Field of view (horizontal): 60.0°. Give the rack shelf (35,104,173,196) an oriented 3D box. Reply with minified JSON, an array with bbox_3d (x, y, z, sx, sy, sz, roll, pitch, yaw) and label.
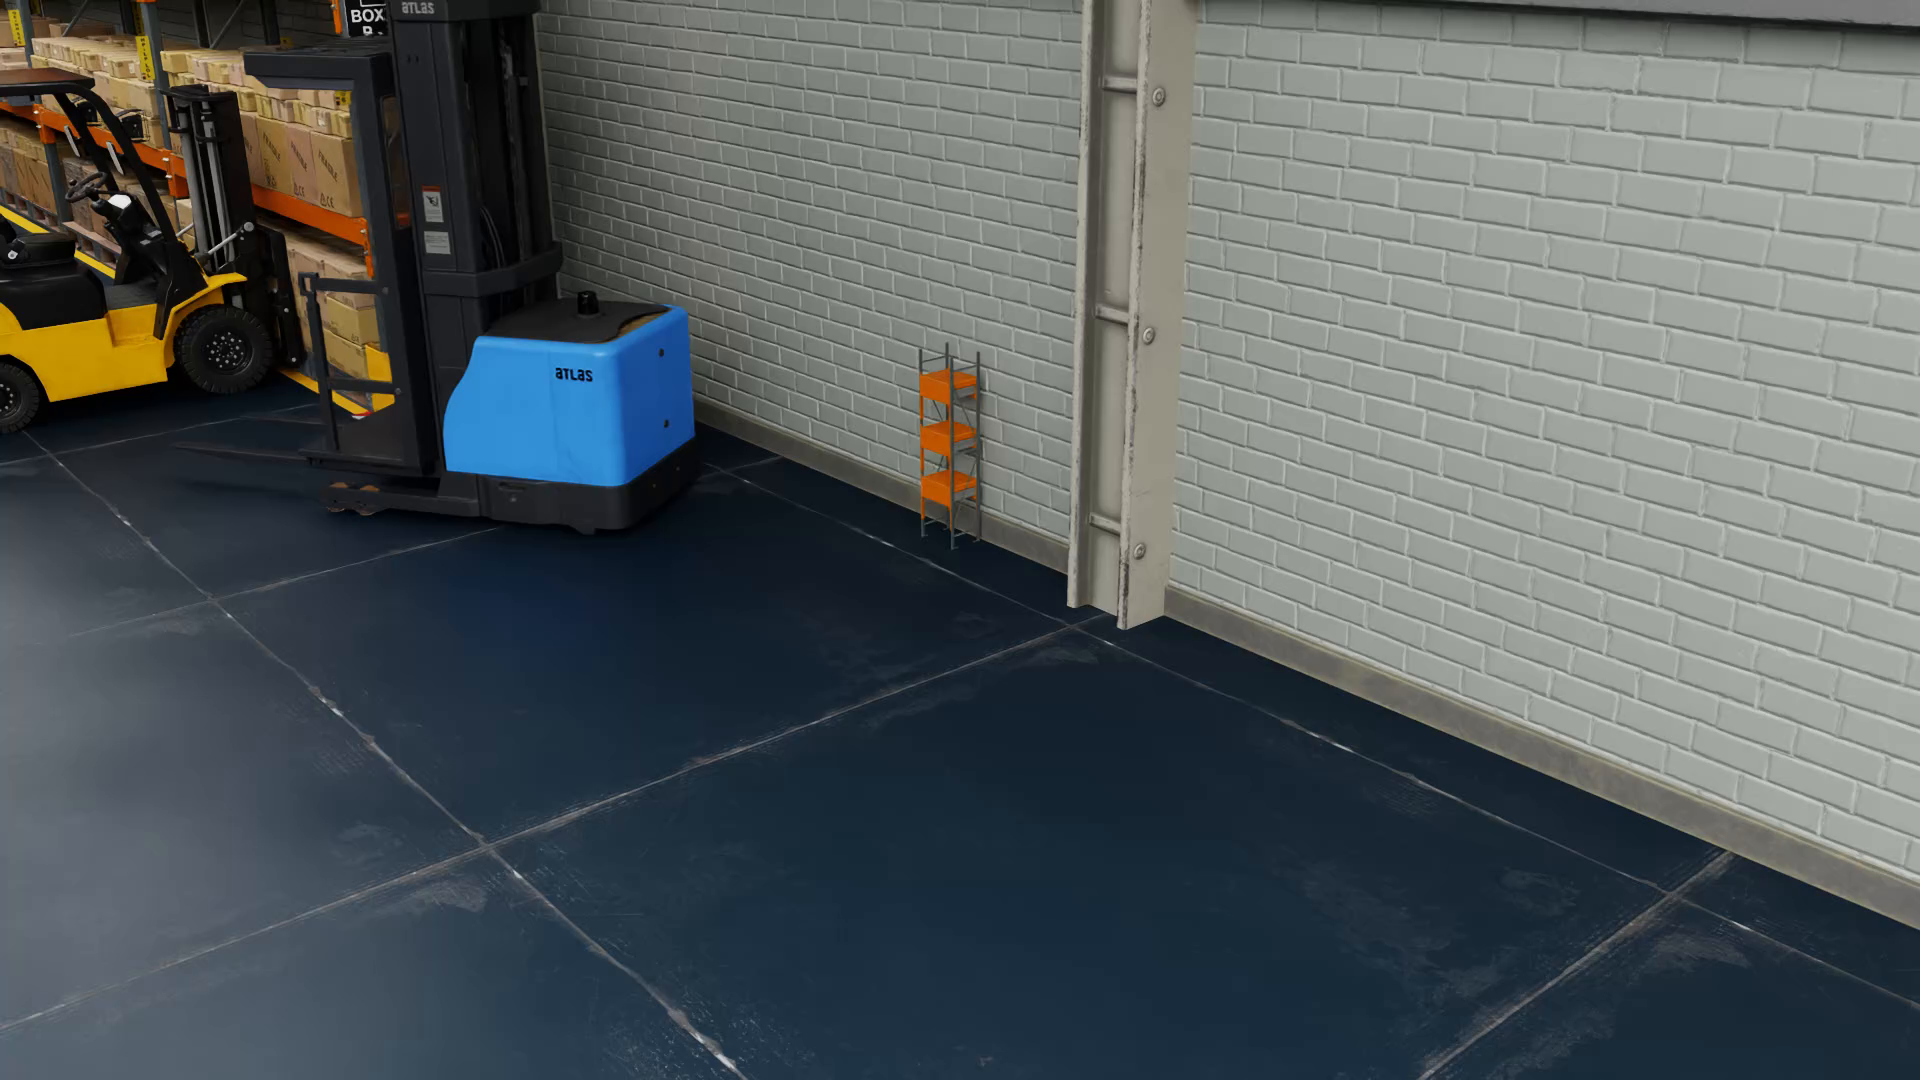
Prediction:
[{"bbox_3d":[-7.294,-3.634,15.135,1.077,0.370,4.000,-17,27,-37],"label":"rack shelf"}]

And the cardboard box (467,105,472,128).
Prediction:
[{"bbox_3d":[-3.402,-2.815,11.032,0.380,0.149,0.250,-18,28,-39],"label":"cardboard box"}]

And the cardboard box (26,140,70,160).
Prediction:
[{"bbox_3d":[-9.315,-3.999,17.043,0.380,0.149,0.250,-19,28,-40],"label":"cardboard box"}]

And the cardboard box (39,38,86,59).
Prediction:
[{"bbox_3d":[-8.439,-4.638,15.686,0.380,0.149,0.250,-17,27,-36],"label":"cardboard box"}]

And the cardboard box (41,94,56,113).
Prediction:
[{"bbox_3d":[-8.495,-4.271,15.980,0.500,0.250,0.500,-17,27,-37],"label":"cardboard box"}]

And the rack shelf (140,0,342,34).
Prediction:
[{"bbox_3d":[-4.683,-3.925,11.766,1.077,0.370,4.000,-17,27,-37],"label":"rack shelf"}]

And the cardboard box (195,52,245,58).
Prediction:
[{"bbox_3d":[-5.593,-3.625,12.693,0.380,0.149,0.250,-18,28,-38],"label":"cardboard box"}]

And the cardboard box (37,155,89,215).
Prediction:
[{"bbox_3d":[-9.038,-3.618,16.961,0.500,0.500,0.500,-16,27,-36],"label":"cardboard box"}]

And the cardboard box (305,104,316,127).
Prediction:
[{"bbox_3d":[-4.128,-2.838,11.091,0.380,0.149,0.250,-17,27,-36],"label":"cardboard box"}]

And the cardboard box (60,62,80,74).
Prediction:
[{"bbox_3d":[-7.841,-4.216,15.155,0.500,0.250,0.500,-18,28,-39],"label":"cardboard box"}]

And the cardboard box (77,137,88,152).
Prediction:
[{"bbox_3d":[-9.080,-4.203,17.563,0.380,0.149,0.250,-17,27,-37],"label":"cardboard box"}]

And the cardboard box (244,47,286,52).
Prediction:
[{"bbox_3d":[-5.419,-3.808,13.158,0.380,0.149,0.250,-18,28,-39],"label":"cardboard box"}]

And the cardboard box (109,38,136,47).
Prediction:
[{"bbox_3d":[-7.855,-4.696,15.835,0.380,0.149,0.250,-17,27,-37],"label":"cardboard box"}]

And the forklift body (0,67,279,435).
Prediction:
[{"bbox_3d":[-5.997,-2.005,11.155,2.313,2.155,1.214,-17,27,-37],"label":"forklift body"}]

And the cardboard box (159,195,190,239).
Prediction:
[{"bbox_3d":[-6.338,-2.647,14.310,0.875,0.625,0.625,-16,26,-35],"label":"cardboard box"}]

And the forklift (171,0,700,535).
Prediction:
[{"bbox_3d":[-3.104,-1.678,9.250,3.031,2.935,1.130,6,22,15],"label":"forklift"}]

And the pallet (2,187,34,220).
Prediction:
[{"bbox_3d":[-9.850,-3.775,18.333,1.003,0.211,1.213,-17,27,-37],"label":"pallet"}]

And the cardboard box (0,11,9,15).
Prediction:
[{"bbox_3d":[-10.726,-5.538,18.299,0.700,0.500,0.500,-17,27,-37],"label":"cardboard box"}]

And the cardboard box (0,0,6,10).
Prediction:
[{"bbox_3d":[-11.981,-6.519,20.284,0.500,0.500,0.500,-18,28,-39],"label":"cardboard box"}]

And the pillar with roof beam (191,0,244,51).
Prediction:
[{"bbox_3d":[-10.327,-6.144,12.332,9.100,9.000,0.400,-17,27,-37],"label":"pillar with roof beam"}]

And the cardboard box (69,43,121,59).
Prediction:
[{"bbox_3d":[-7.885,-4.442,15.185,0.380,0.149,0.250,-17,27,-37],"label":"cardboard box"}]

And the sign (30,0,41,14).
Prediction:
[{"bbox_3d":[-10.792,-6.299,19.365,0.100,0.325,0.005,-17,27,-37],"label":"sign"}]

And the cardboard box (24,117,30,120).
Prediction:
[{"bbox_3d":[-10.576,-4.855,19.230,0.380,0.149,0.250,-17,27,-37],"label":"cardboard box"}]

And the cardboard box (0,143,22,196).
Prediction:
[{"bbox_3d":[-10.054,-4.042,18.043,0.500,0.500,0.500,-19,28,-39],"label":"cardboard box"}]

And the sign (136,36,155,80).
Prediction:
[{"bbox_3d":[-6.393,-3.786,13.059,0.100,0.325,0.005,-17,27,-37],"label":"sign"}]

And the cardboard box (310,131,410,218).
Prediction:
[{"bbox_3d":[-3.898,-2.431,10.940,0.500,0.500,0.500,-18,28,-39],"label":"cardboard box"}]

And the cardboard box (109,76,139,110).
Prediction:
[{"bbox_3d":[-6.844,-3.794,14.078,0.500,0.250,0.500,-18,28,-39],"label":"cardboard box"}]

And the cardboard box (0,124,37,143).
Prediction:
[{"bbox_3d":[-10.278,-4.452,18.199,0.380,0.149,0.250,-16,27,-36],"label":"cardboard box"}]

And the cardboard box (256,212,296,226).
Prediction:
[{"bbox_3d":[-5.251,-2.310,12.593,0.500,0.250,0.500,-16,27,-36],"label":"cardboard box"}]

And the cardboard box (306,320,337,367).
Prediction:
[{"bbox_3d":[-4.241,-1.420,11.692,0.500,0.250,0.500,-17,27,-37],"label":"cardboard box"}]

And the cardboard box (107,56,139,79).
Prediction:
[{"bbox_3d":[-6.954,-3.994,14.043,0.380,0.149,0.250,-19,28,-39],"label":"cardboard box"}]

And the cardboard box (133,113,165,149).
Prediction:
[{"bbox_3d":[-6.516,-3.423,13.817,0.500,0.250,0.500,-17,27,-36],"label":"cardboard box"}]

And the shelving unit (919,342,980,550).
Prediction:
[{"bbox_3d":[-0.054,-0.494,8.805,0.215,1.050,0.252,-18,28,-38],"label":"shelving unit"}]

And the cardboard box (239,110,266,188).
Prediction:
[{"bbox_3d":[-4.900,-2.854,12.021,0.500,0.500,0.500,-17,27,-37],"label":"cardboard box"}]

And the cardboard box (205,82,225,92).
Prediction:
[{"bbox_3d":[-5.343,-3.319,12.318,0.380,0.149,0.250,-18,28,-38],"label":"cardboard box"}]

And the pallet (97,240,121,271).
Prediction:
[{"bbox_3d":[-7.299,-2.649,15.458,1.003,0.211,1.213,-17,27,-37],"label":"pallet"}]

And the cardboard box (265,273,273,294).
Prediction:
[{"bbox_3d":[-4.928,-1.937,12.325,0.500,0.250,0.500,-18,27,-38],"label":"cardboard box"}]

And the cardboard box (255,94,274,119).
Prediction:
[{"bbox_3d":[-4.672,-3.037,11.599,0.380,0.149,0.250,-17,27,-37],"label":"cardboard box"}]

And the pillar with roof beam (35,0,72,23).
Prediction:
[{"bbox_3d":[-14.243,-7.802,16.564,9.100,9.000,0.400,-17,27,-37],"label":"pillar with roof beam"}]

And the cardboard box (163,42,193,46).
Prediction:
[{"bbox_3d":[-7.305,-4.505,15.347,0.380,0.149,0.250,-18,28,-38],"label":"cardboard box"}]

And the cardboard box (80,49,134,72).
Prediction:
[{"bbox_3d":[-7.468,-4.207,14.585,0.380,0.149,0.250,-18,28,-39],"label":"cardboard box"}]

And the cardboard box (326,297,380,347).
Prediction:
[{"bbox_3d":[-3.932,-1.519,11.258,0.500,0.250,0.500,-18,28,-38],"label":"cardboard box"}]

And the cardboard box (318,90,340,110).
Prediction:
[{"bbox_3d":[-3.955,-2.908,10.860,0.380,0.149,0.250,-17,27,-37],"label":"cardboard box"}]

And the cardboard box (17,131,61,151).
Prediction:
[{"bbox_3d":[-9.755,-4.235,17.645,0.380,0.149,0.250,-18,28,-38],"label":"cardboard box"}]

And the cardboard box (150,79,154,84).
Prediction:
[{"bbox_3d":[-6.380,-3.806,13.562,0.380,0.149,0.250,-16,27,-36],"label":"cardboard box"}]

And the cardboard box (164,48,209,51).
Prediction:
[{"bbox_3d":[-6.848,-4.278,14.766,0.380,0.149,0.250,-18,27,-38],"label":"cardboard box"}]

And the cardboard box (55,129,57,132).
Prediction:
[{"bbox_3d":[-9.732,-4.502,18.329,0.380,0.149,0.250,-19,28,-39],"label":"cardboard box"}]

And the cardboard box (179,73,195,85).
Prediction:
[{"bbox_3d":[-5.809,-3.543,12.890,0.380,0.149,0.250,-17,27,-36],"label":"cardboard box"}]

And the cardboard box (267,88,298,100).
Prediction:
[{"bbox_3d":[-4.507,-3.105,11.365,0.380,0.149,0.250,-17,27,-36],"label":"cardboard box"}]

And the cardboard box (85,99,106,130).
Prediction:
[{"bbox_3d":[-7.492,-3.846,14.896,0.500,0.250,0.500,-16,27,-36],"label":"cardboard box"}]

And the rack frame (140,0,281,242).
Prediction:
[{"bbox_3d":[-5.988,-3.416,13.593,1.000,3.000,0.127,-17,27,-37],"label":"rack frame"}]

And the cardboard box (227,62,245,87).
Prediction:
[{"bbox_3d":[-5.104,-3.407,12.136,0.380,0.149,0.250,-18,27,-38],"label":"cardboard box"}]

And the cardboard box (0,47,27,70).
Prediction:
[{"bbox_3d":[-9.533,-4.861,16.913,0.500,0.250,0.500,-19,28,-40],"label":"cardboard box"}]

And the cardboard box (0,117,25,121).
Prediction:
[{"bbox_3d":[-10.762,-4.671,18.760,0.380,0.149,0.250,-19,28,-40],"label":"cardboard box"}]

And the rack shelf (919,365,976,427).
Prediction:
[{"bbox_3d":[-0.055,-0.748,8.704,0.215,0.259,0.240,-18,28,-38],"label":"rack shelf"}]

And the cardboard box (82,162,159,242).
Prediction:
[{"bbox_3d":[-7.770,-3.257,15.866,0.875,0.625,0.625,-16,27,-36],"label":"cardboard box"}]

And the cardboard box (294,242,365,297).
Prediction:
[{"bbox_3d":[-4.252,-1.884,11.506,0.500,0.250,0.500,-17,27,-36],"label":"cardboard box"}]
